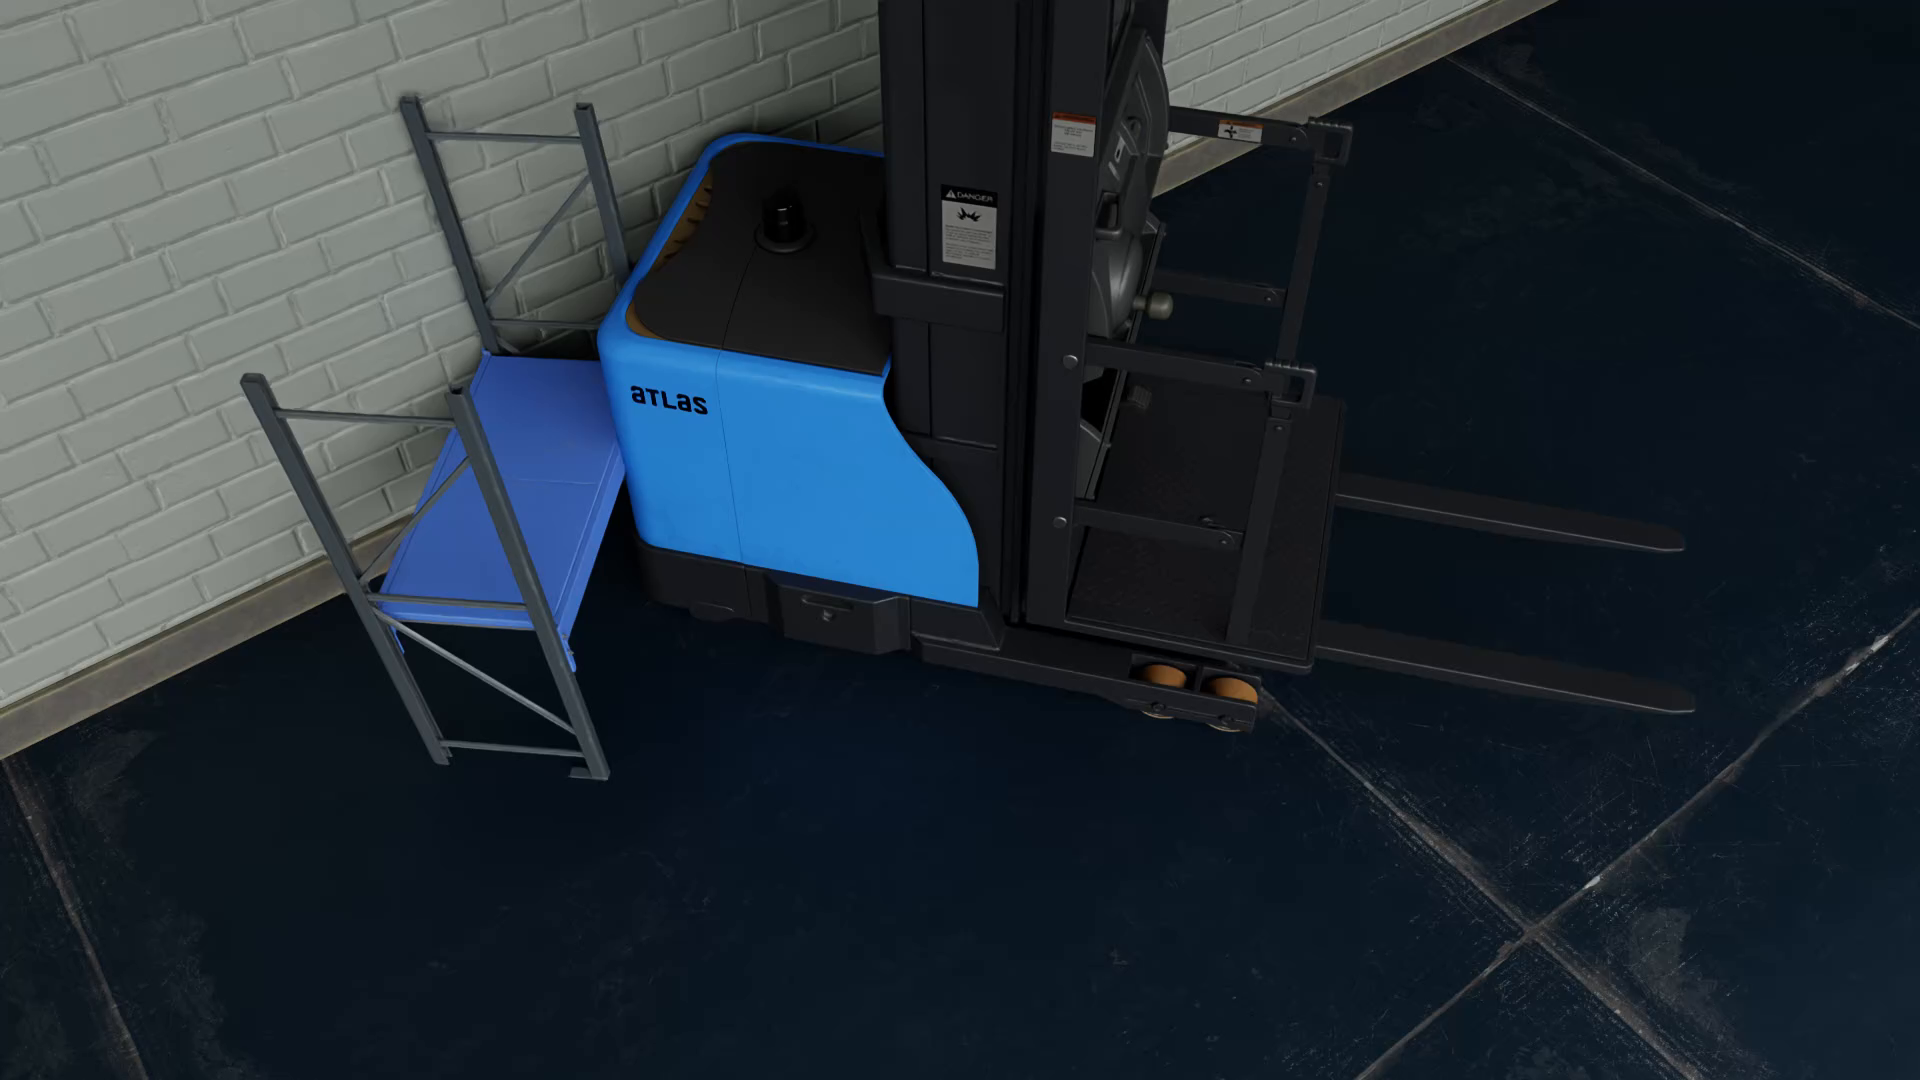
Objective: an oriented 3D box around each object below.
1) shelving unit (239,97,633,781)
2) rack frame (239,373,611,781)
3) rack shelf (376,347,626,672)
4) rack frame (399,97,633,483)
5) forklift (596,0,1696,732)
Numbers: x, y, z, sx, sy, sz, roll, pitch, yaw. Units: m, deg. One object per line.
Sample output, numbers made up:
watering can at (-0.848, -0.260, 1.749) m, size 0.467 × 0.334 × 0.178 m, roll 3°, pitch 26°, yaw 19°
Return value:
shelving unit at (-1.201, -0.228, 4.436) m, size 0.538 × 1.500 × 1.048 m, roll 4°, pitch 50°, yaw 6°
rack frame at (-1.261, 0.156, 4.109) m, size 0.500 × 1.500 × 0.032 m, roll 4°, pitch 50°, yaw 6°
rack shelf at (-1.193, -0.111, 4.572) m, size 0.538 × 0.185 × 1.000 m, roll 4°, pitch 50°, yaw 6°
rack frame at (-1.140, -0.613, 4.763) m, size 0.500 × 1.500 × 0.032 m, roll 4°, pitch 50°, yaw 6°
forklift at (0.610, -0.874, 4.064) m, size 3.031 × 2.935 × 1.130 m, roll 10°, pitch 49°, yaw 9°
